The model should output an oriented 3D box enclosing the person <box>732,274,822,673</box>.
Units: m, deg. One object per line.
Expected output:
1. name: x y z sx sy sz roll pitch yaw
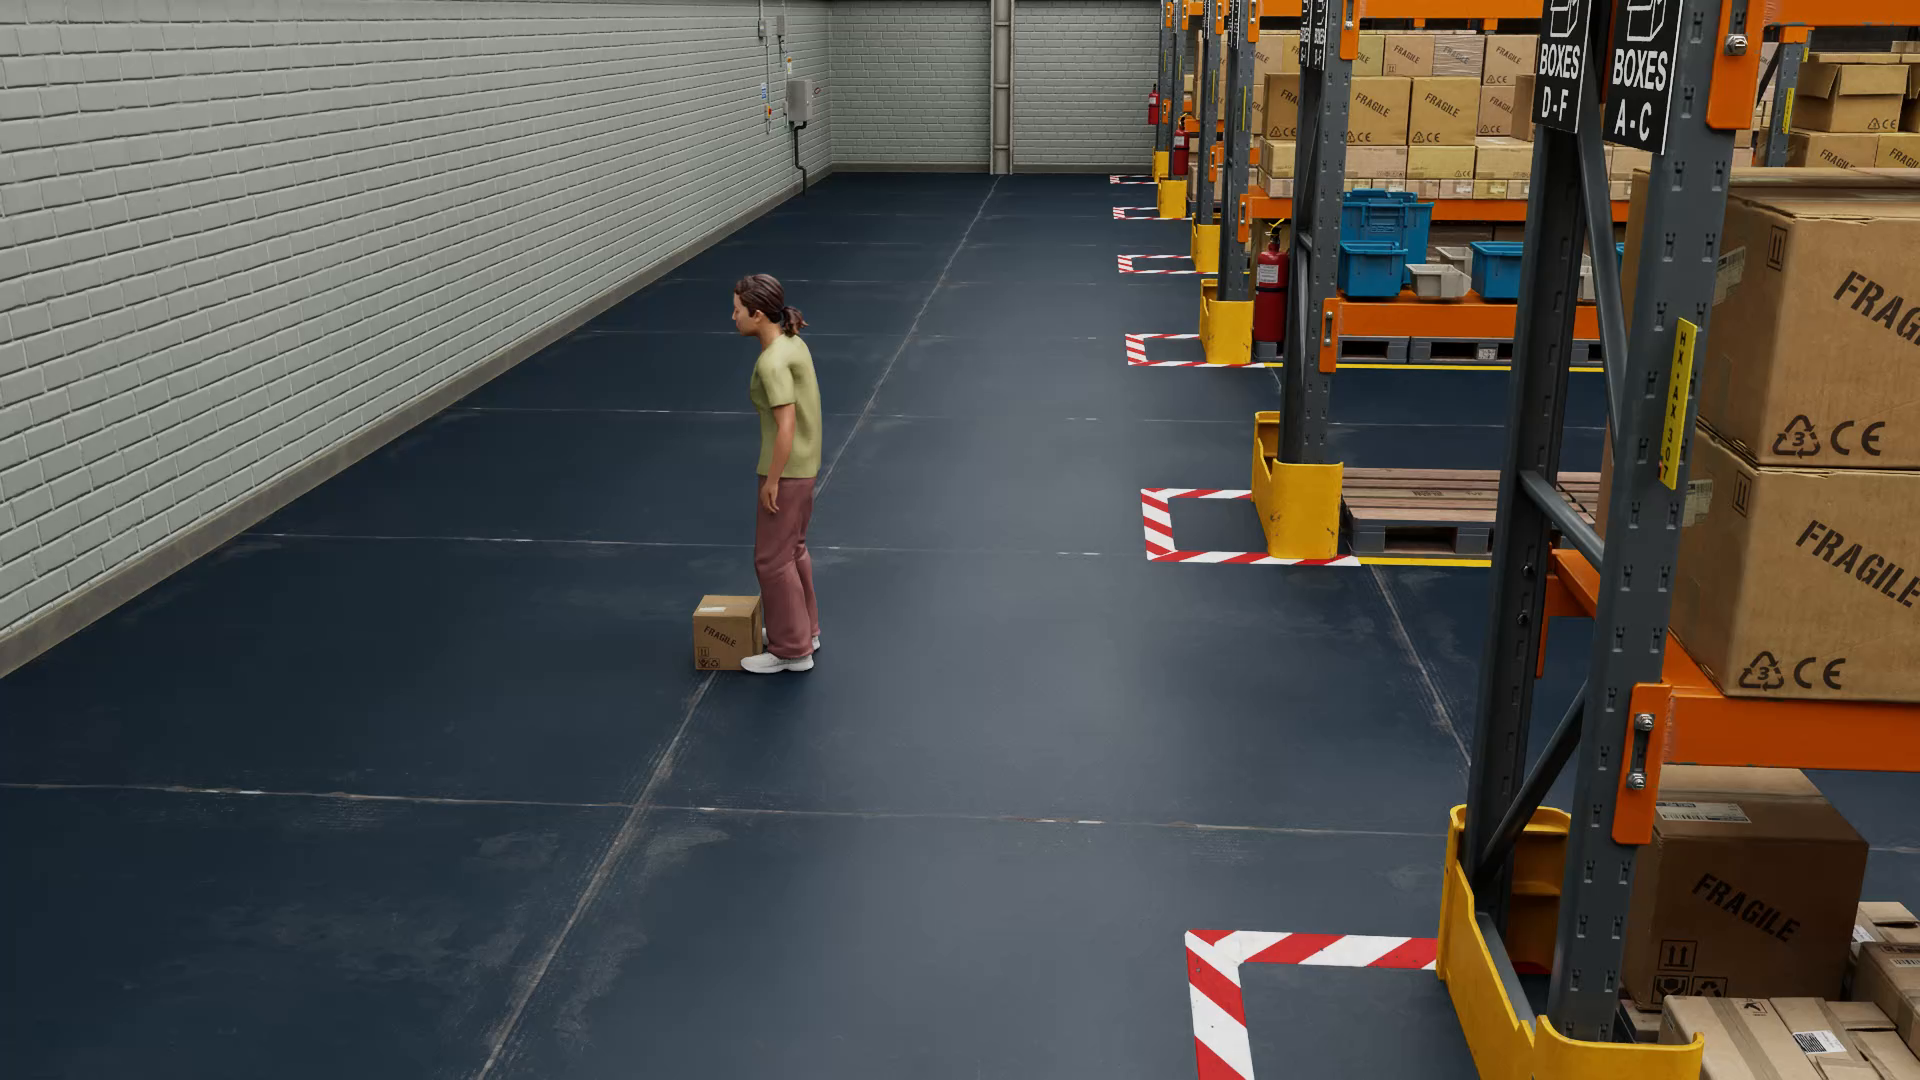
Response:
1. person: -0.749 -0.275 6.921 0.353 1.672 0.508 1 18 3
